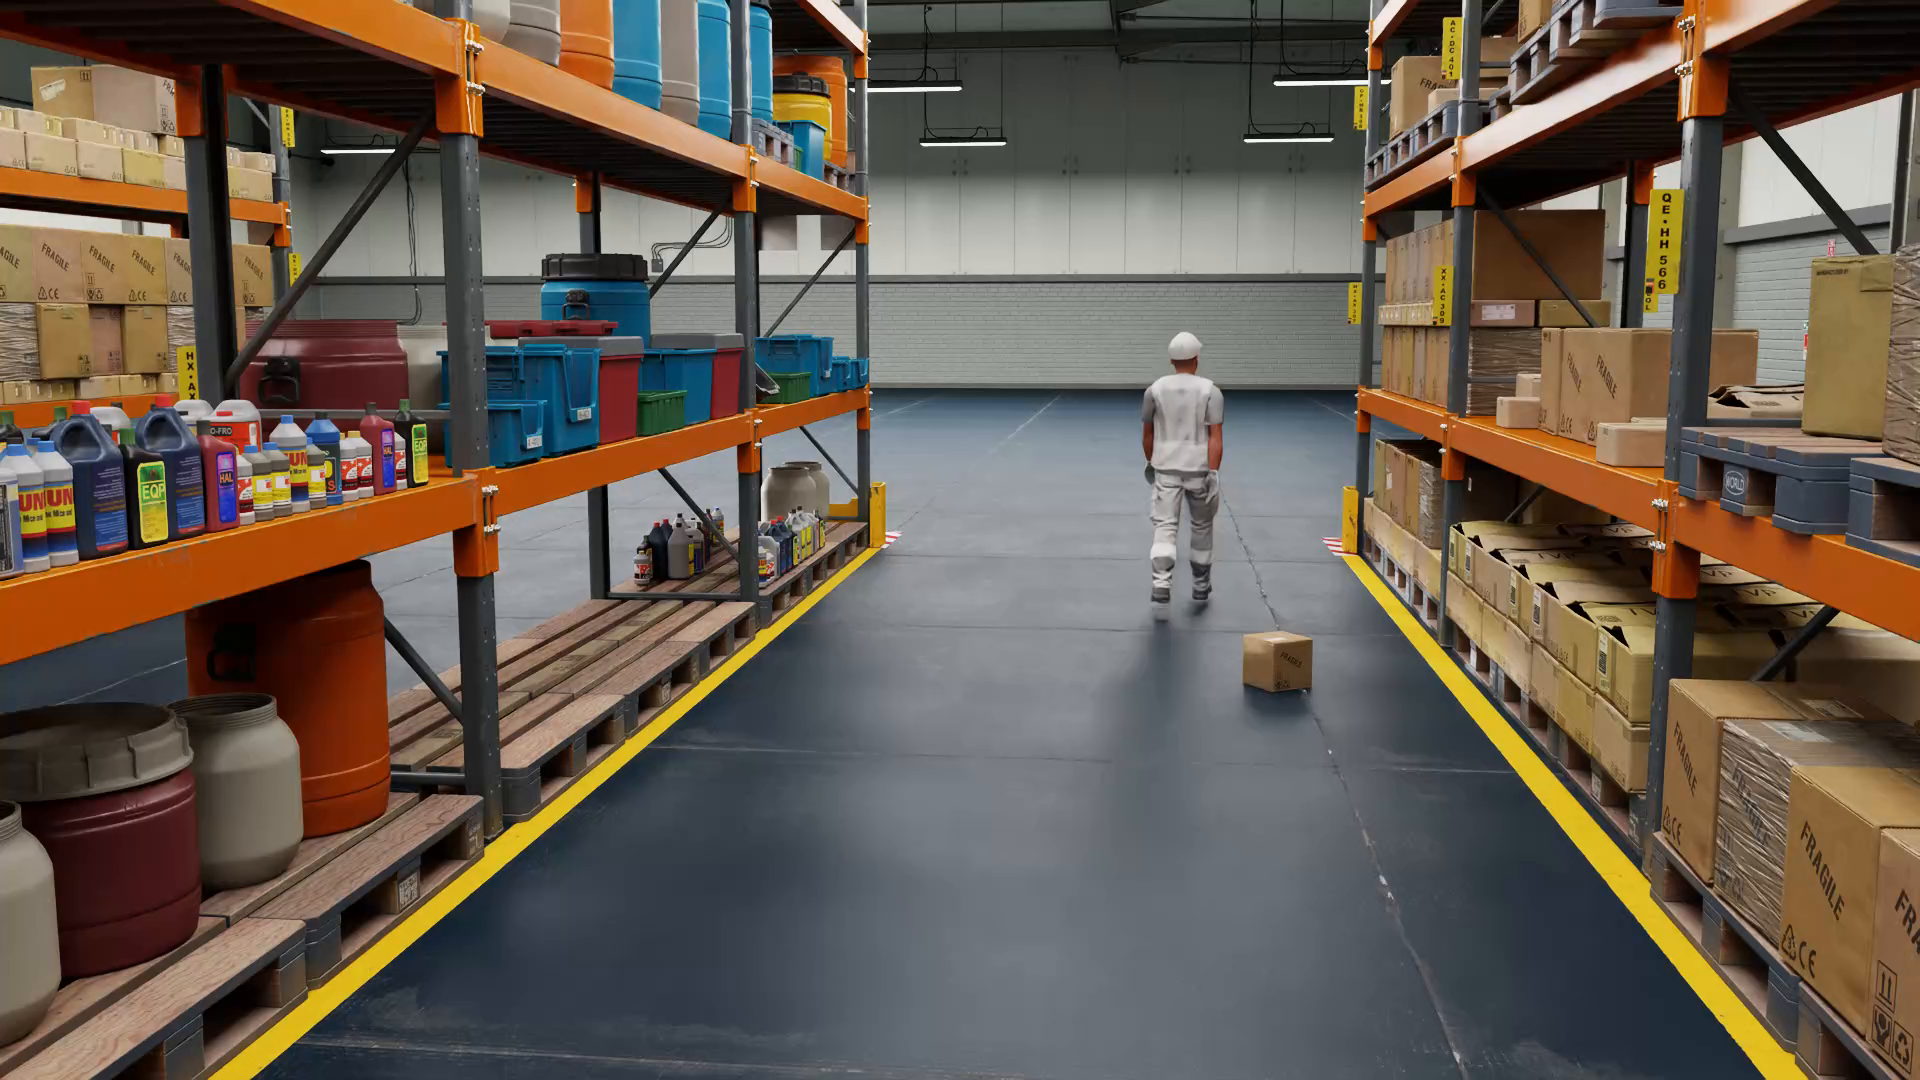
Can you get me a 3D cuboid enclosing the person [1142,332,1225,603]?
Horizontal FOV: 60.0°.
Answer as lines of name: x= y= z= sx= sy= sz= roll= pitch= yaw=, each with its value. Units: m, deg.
person: x=1.423 y=-0.449 z=10.627 sx=0.533 sy=1.751 sz=1.020 roll=2 pitch=8 yaw=13
